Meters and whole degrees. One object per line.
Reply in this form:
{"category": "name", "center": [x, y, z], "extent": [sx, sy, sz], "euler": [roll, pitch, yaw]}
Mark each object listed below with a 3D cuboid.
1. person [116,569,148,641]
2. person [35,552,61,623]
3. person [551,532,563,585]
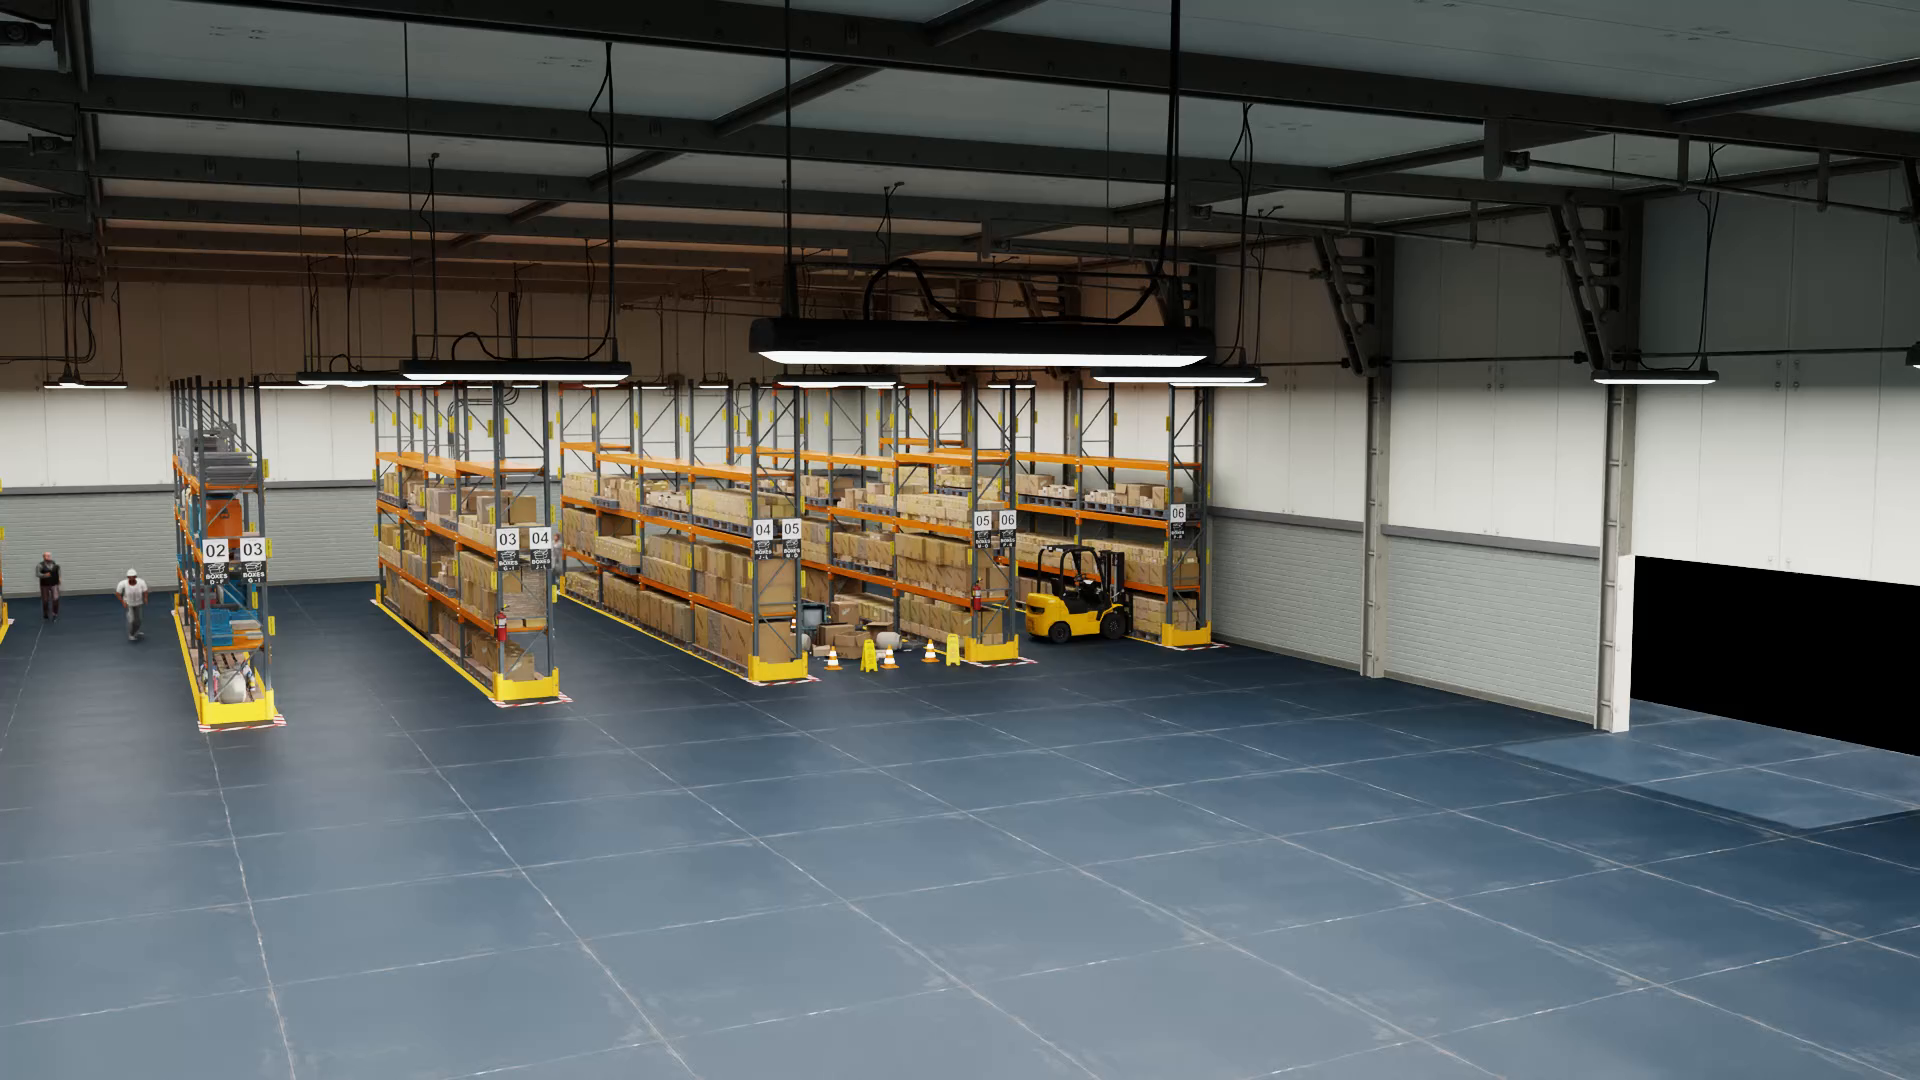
{"category": "person", "center": [-19.094, 1.486, 38.337], "extent": [0.672, 1.670, 0.869], "euler": [-5, 7, -44]}
{"category": "person", "center": [-22.703, 1.182, 41.437], "extent": [0.602, 1.779, 0.851], "euler": [-4, 6, -36]}
{"category": "person", "center": [-11.970, 0.557, 49.280], "extent": [0.546, 1.571, 0.696], "euler": [1, 5, 6]}
